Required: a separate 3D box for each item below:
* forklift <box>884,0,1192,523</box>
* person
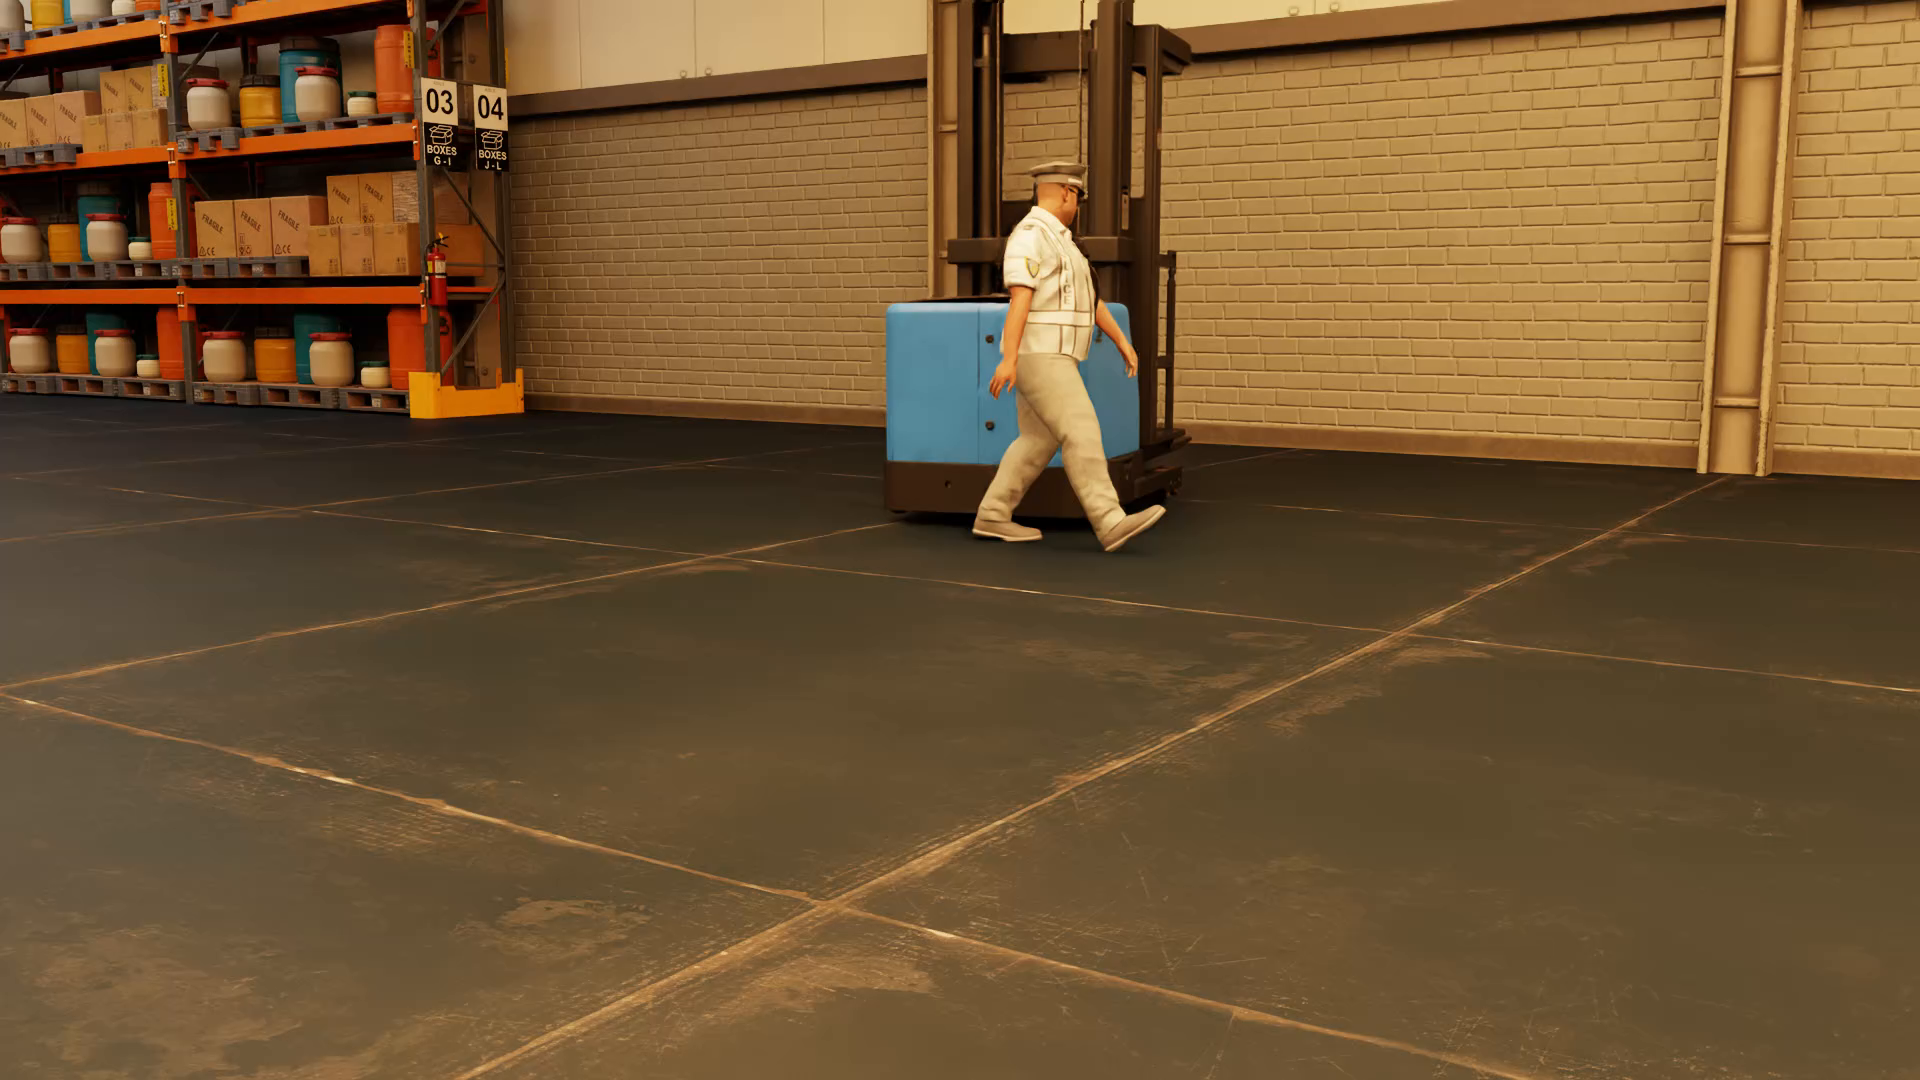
[{"bbox_3d":[0.624,-1.702,9.162,1.130,2.935,3.031,3,9,21],"label":"forklift"},{"bbox_3d":[0.468,-0.797,7.256,0.919,1.690,0.695,2,8,15],"label":"person"}]
